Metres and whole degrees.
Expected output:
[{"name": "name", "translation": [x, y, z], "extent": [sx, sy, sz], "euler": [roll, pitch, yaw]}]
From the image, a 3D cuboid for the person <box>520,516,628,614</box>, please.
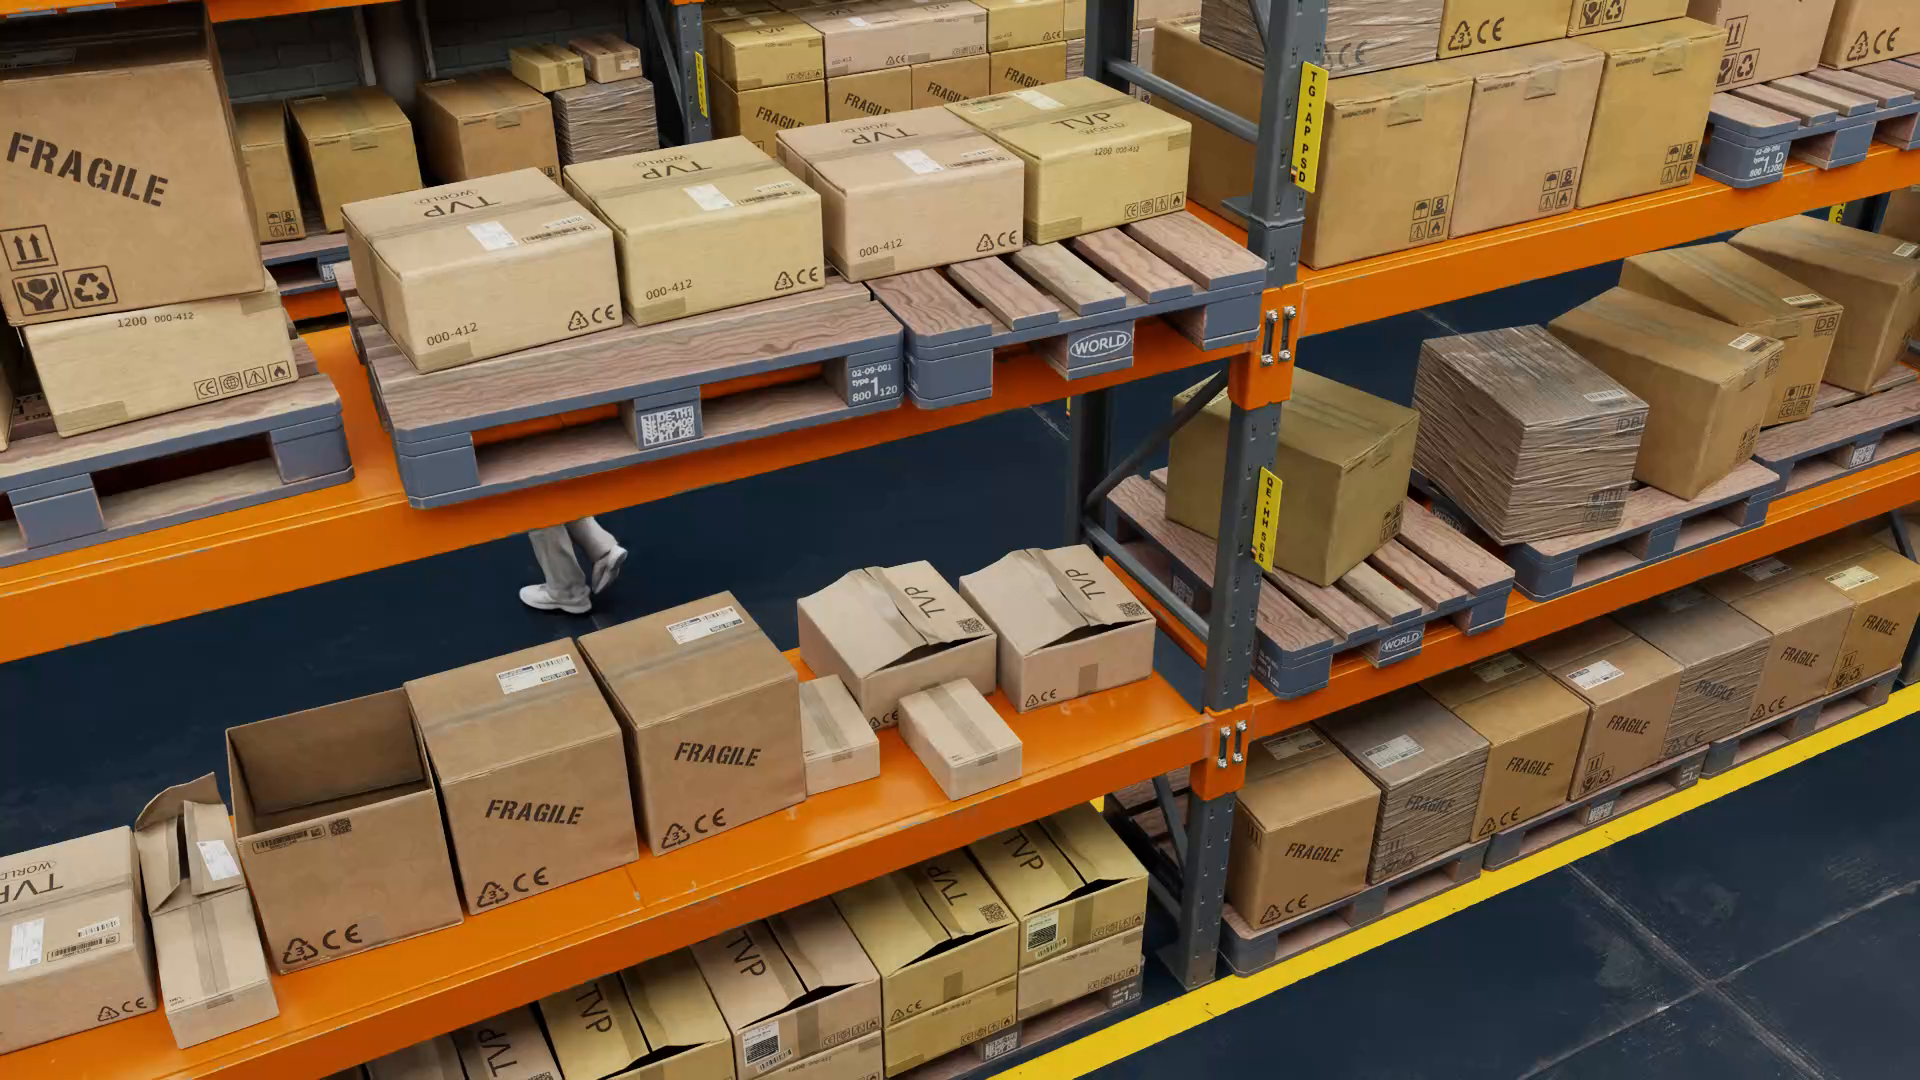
[{"name": "person", "translation": [-1.927, -0.434, 7.778], "extent": [0.559, 1.767, 0.594], "euler": [11, 34, 17]}]
